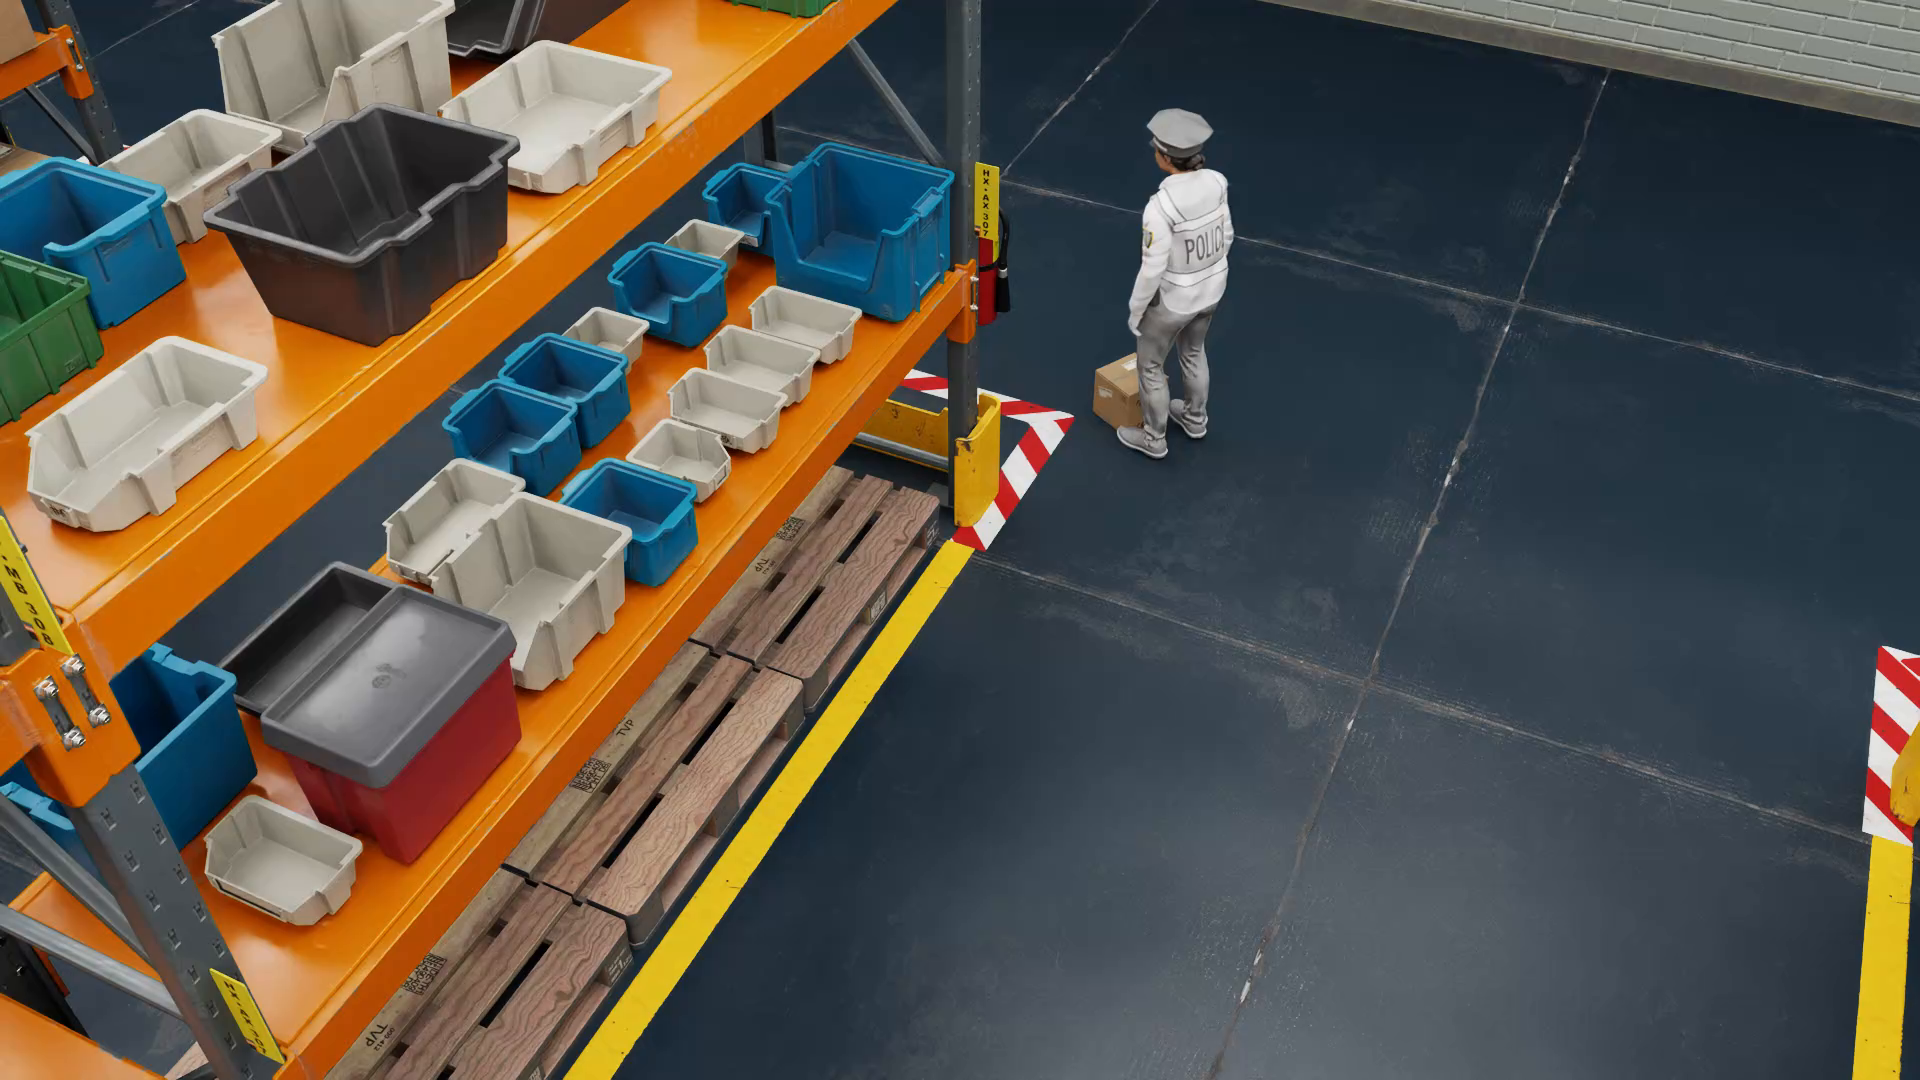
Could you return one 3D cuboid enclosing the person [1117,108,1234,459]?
[{"bbox_3d":[0.957,-1.087,7.356,0.541,1.662,0.375,-28,49,-27],"label":"person"}]
